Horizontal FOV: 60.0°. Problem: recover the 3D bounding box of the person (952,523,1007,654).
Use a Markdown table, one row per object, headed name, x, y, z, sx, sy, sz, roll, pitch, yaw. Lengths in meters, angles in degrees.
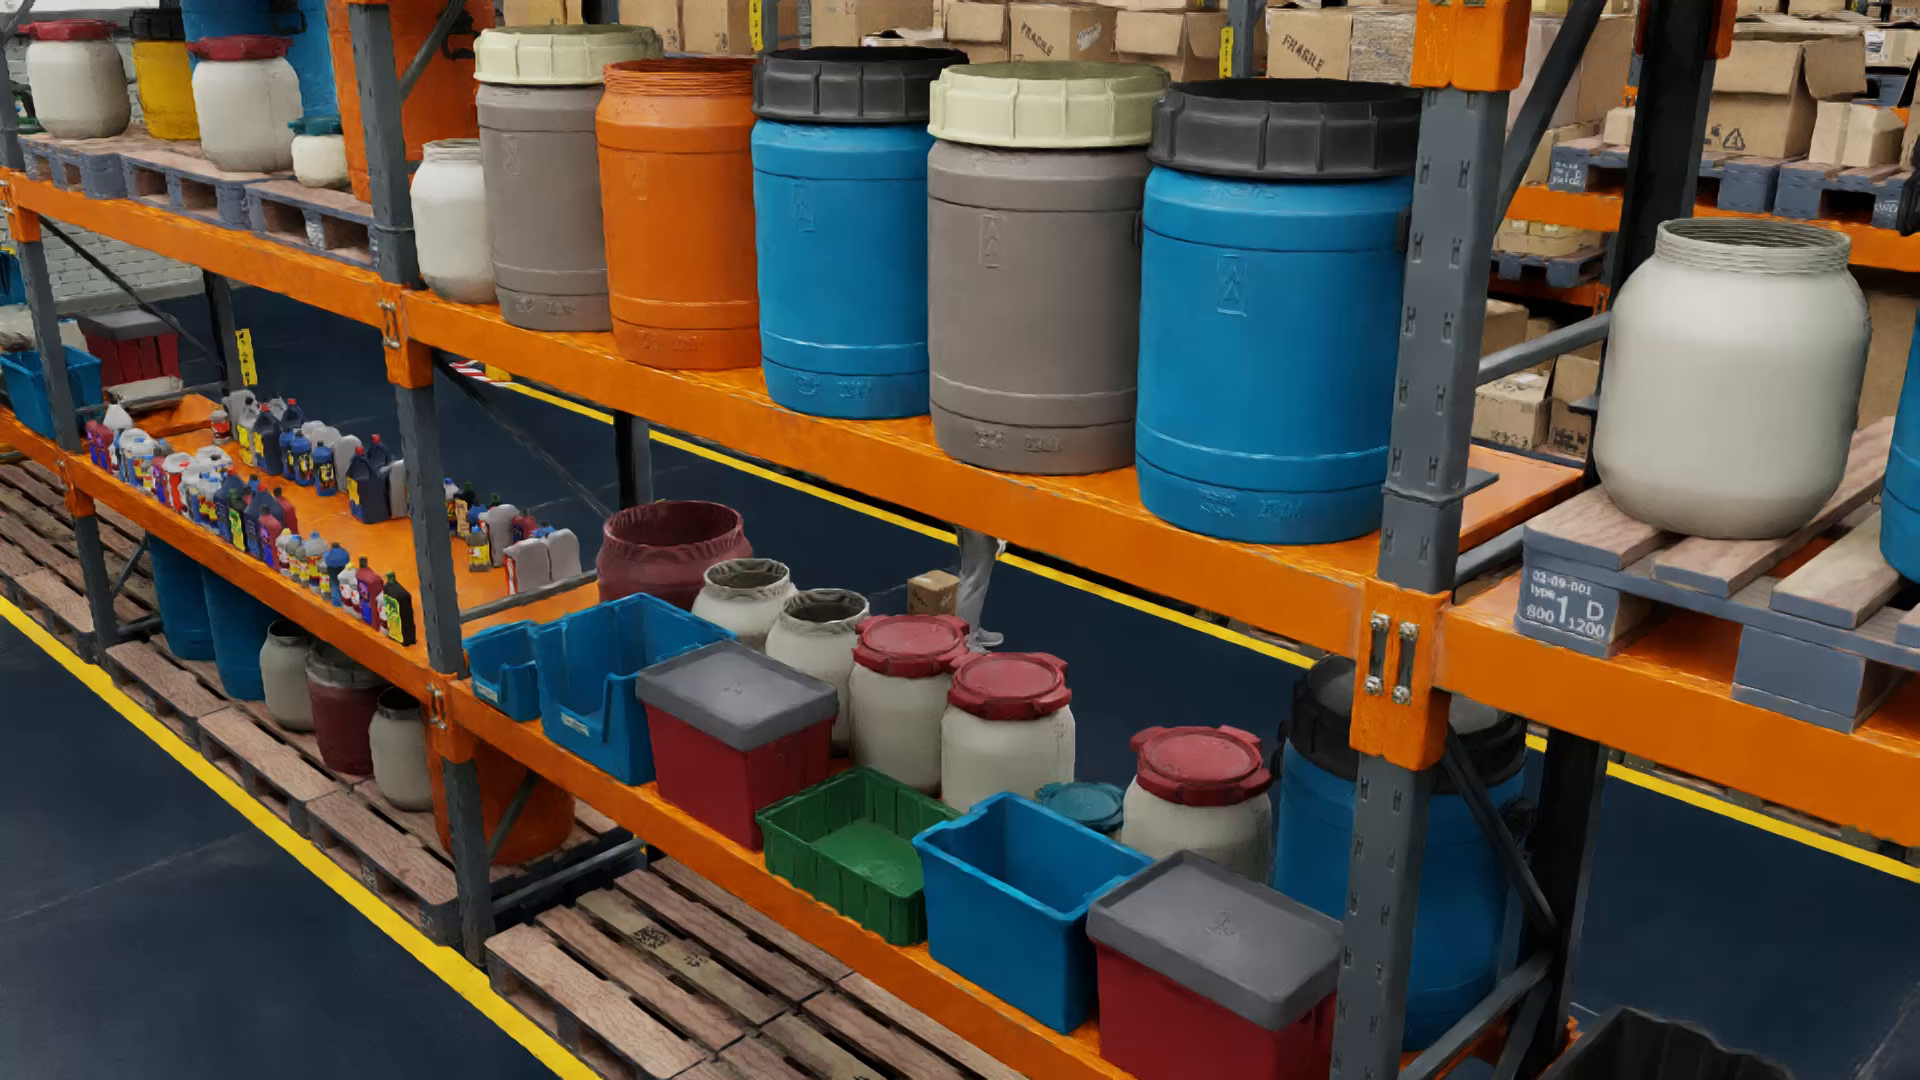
| name | x | y | z | sx | sy | sz | roll | pitch | yaw |
| --- | --- | --- | --- | --- | --- | --- | --- | --- | --- |
| person | 0.123 | -0.136 | 9.365 | 0.365 | 1.681 | 0.528 | -9 | 22 | -21 |
